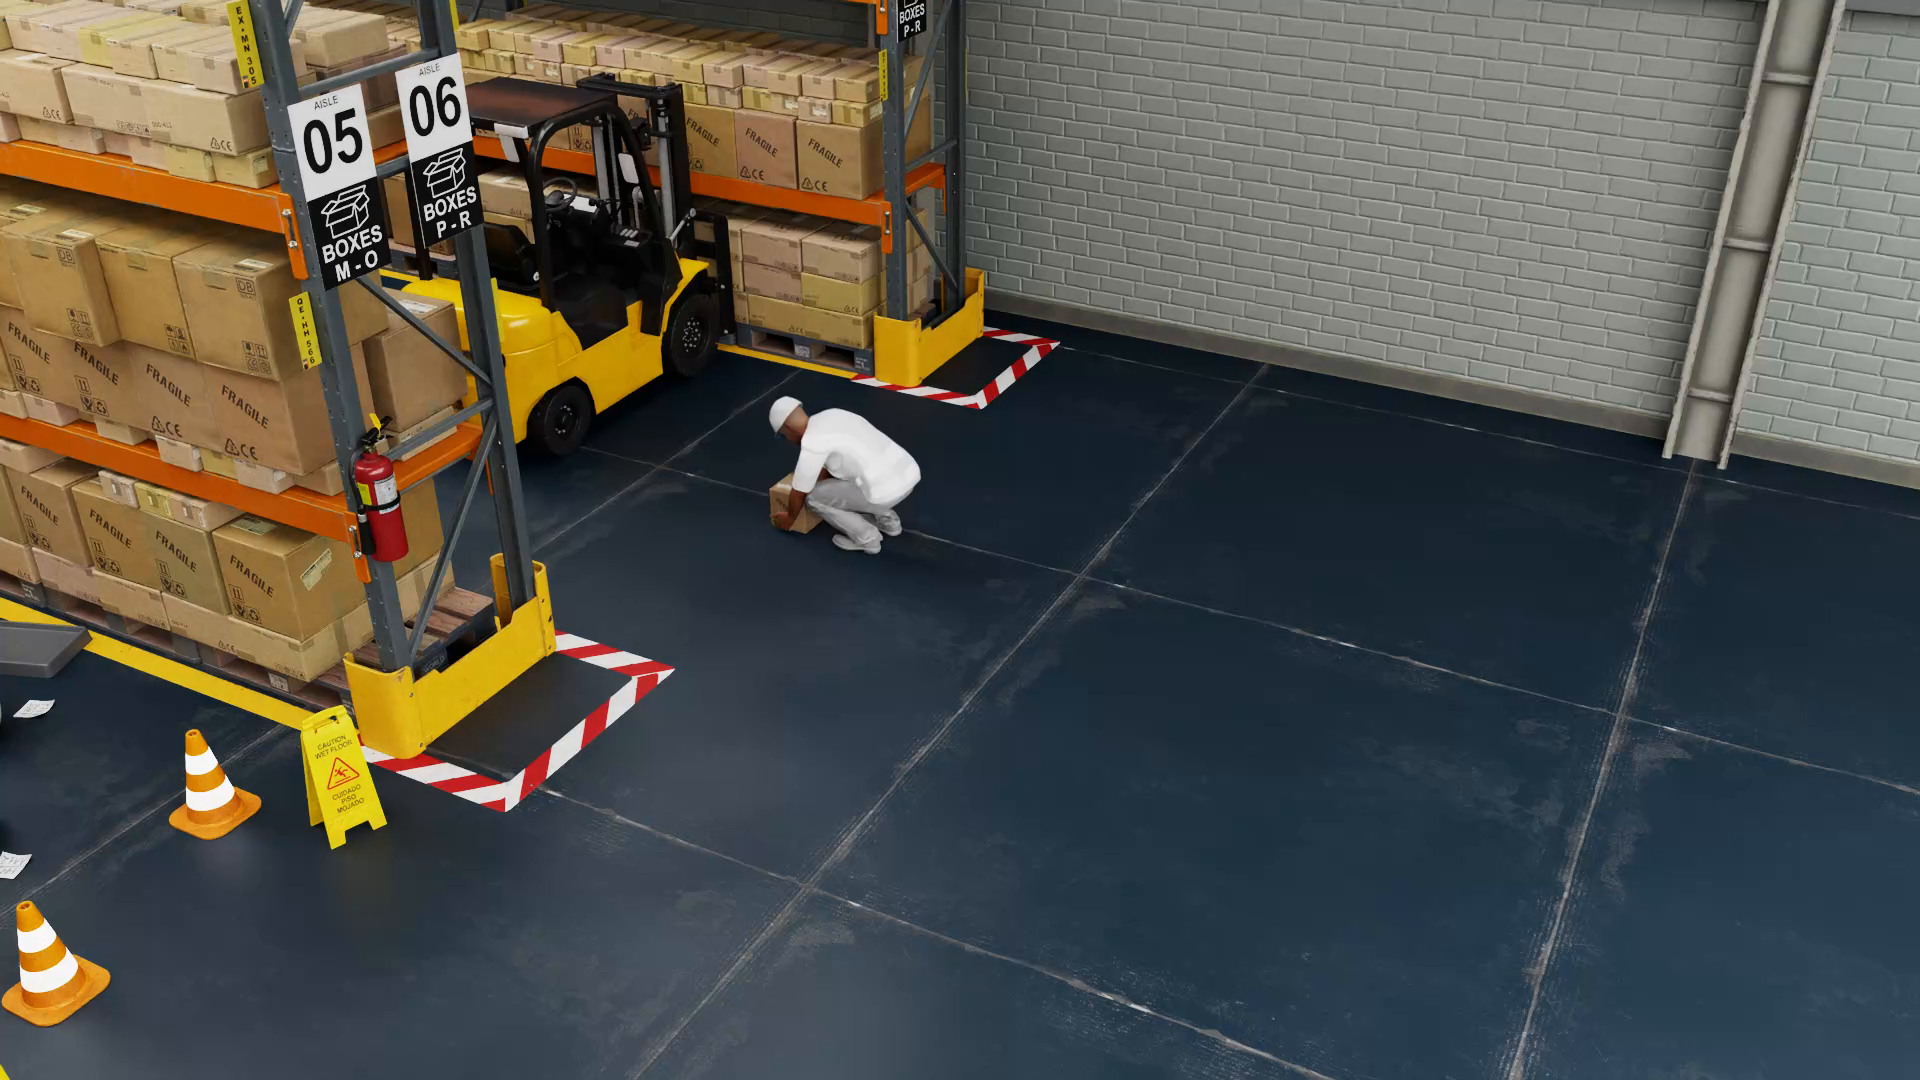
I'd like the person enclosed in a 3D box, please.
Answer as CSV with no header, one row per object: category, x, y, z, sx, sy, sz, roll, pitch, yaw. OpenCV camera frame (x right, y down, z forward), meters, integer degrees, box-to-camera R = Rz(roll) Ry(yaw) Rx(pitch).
person,-0.704,-0.388,9.892,0.901,0.892,0.560,14,33,23
